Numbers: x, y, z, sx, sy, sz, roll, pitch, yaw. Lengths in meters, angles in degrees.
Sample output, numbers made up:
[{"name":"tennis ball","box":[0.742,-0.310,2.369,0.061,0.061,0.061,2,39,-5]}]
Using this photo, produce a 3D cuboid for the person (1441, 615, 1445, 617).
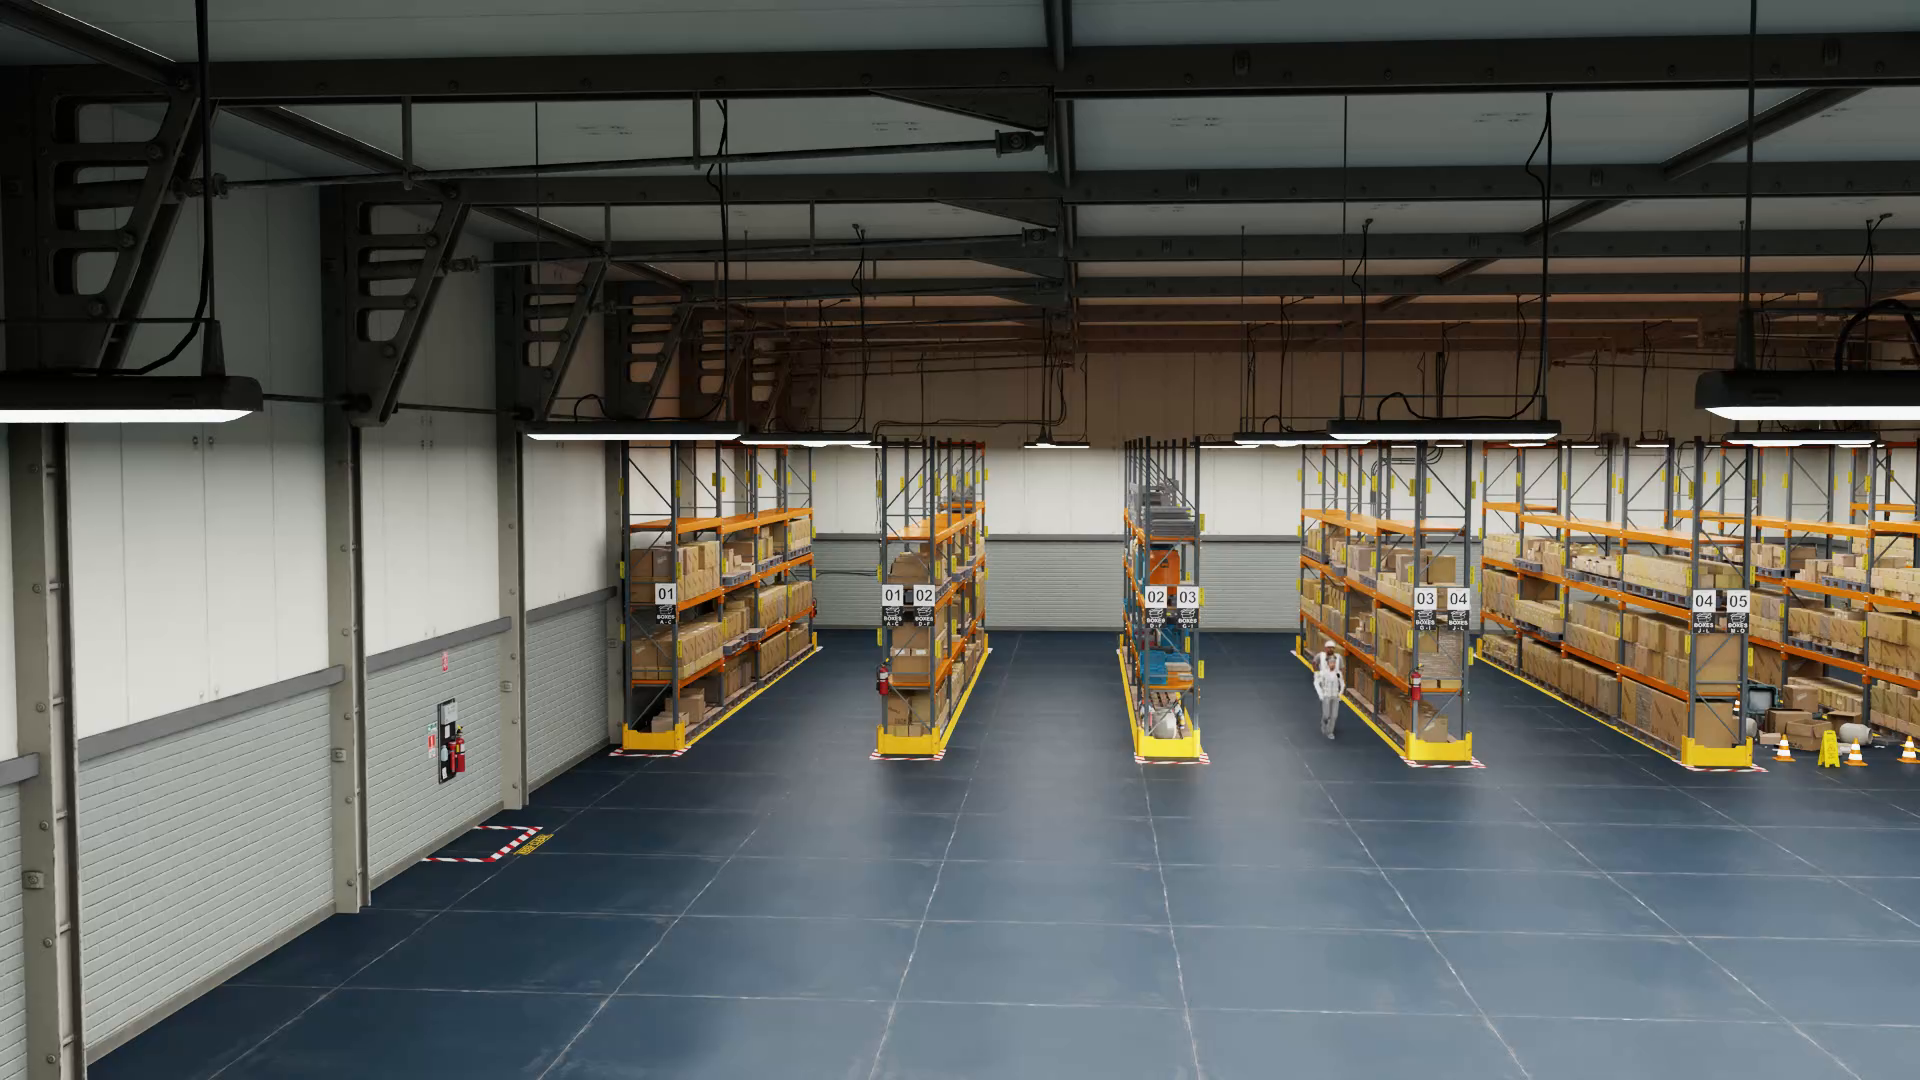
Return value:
[{"name":"person","box":[13.227,2.418,46.385,0.597,1.617,0.661,2,4,39]}]

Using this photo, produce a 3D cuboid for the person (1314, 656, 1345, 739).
[{"name":"person","box":[7.387,3.122,33.181,0.613,1.662,0.501,0,3,1]}]

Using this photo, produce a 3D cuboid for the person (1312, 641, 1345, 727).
[{"name":"person","box":[7.675,2.978,34.598,0.625,1.797,0.982,0,3,-1]}]
